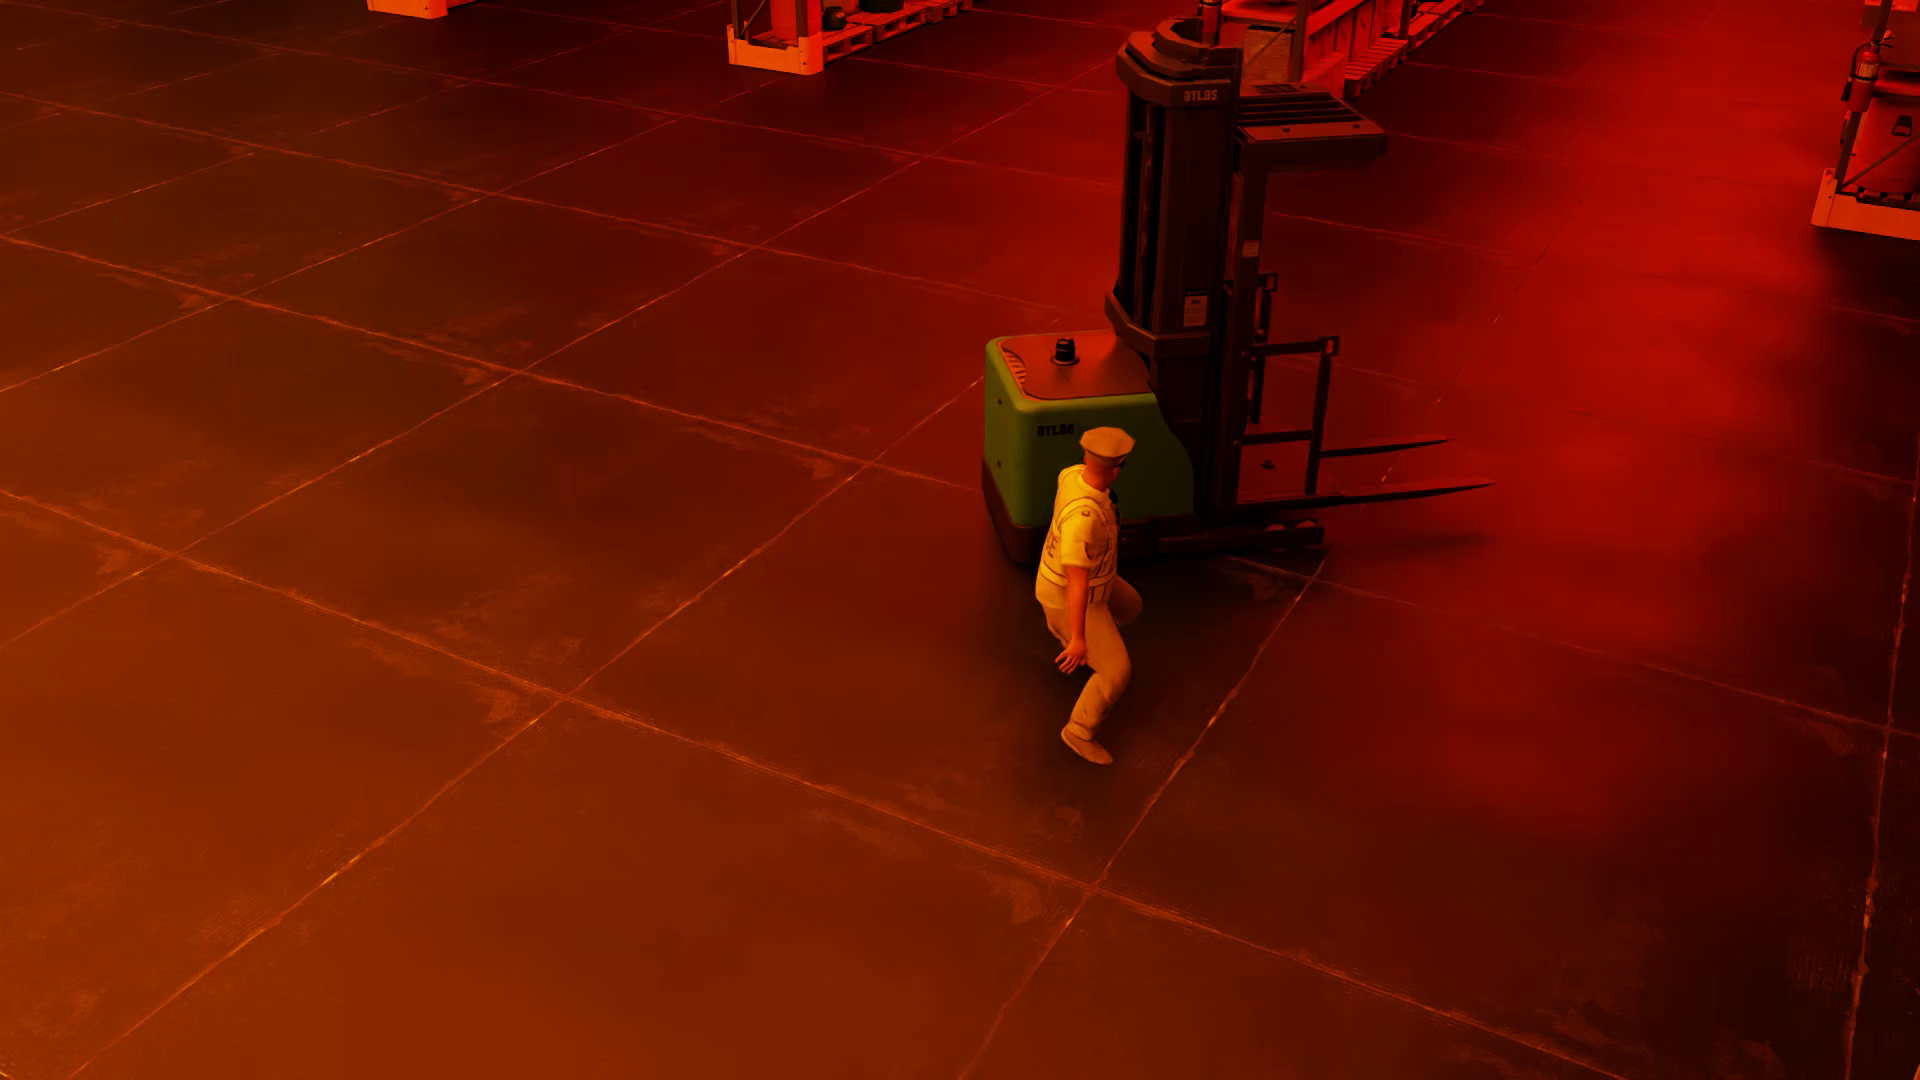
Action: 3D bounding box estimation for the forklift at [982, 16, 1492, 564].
[{"bbox_3d":[1.703,-1.451,9.584,3.031,2.935,1.130,-5,30,-9],"label":"forklift"}]

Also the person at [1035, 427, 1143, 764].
[{"bbox_3d":[0.616,0.241,8.047,0.508,1.641,1.141,6,30,10],"label":"person"}]
